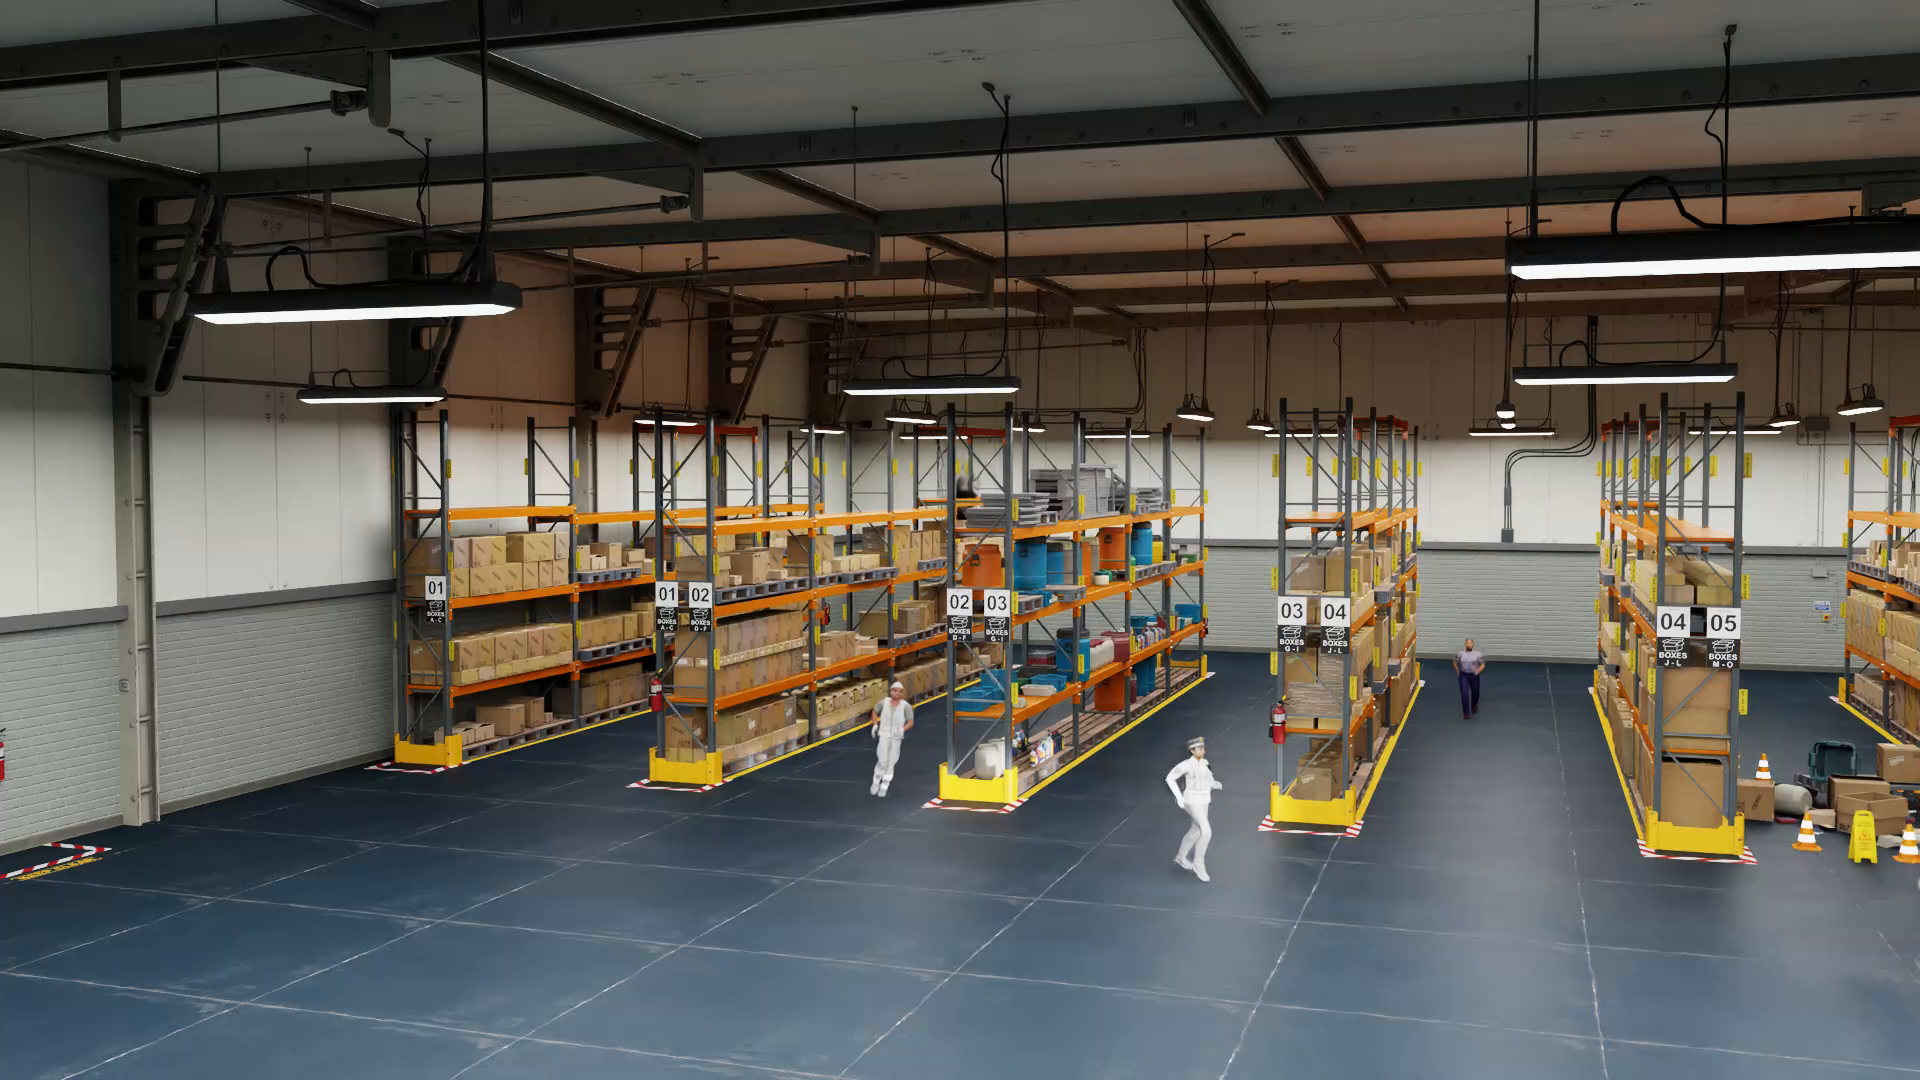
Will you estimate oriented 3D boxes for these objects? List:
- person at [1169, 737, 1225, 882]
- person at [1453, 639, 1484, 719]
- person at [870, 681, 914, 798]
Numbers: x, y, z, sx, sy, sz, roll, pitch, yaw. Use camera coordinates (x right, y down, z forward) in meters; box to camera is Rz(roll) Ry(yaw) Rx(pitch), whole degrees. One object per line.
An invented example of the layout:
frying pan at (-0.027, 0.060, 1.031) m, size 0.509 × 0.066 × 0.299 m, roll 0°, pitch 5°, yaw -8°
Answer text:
person at (2.928, 3.280, 20.401) m, size 0.760 × 1.755 × 0.584 m, roll 2°, pitch 3°, yaw 44°
person at (10.196, 2.774, 33.334) m, size 0.605 × 1.593 × 0.579 m, roll 1°, pitch 3°, yaw 16°
person at (-1.035, 3.036, 25.348) m, size 0.675 × 1.766 × 0.628 m, roll 0°, pitch 2°, yaw -5°
